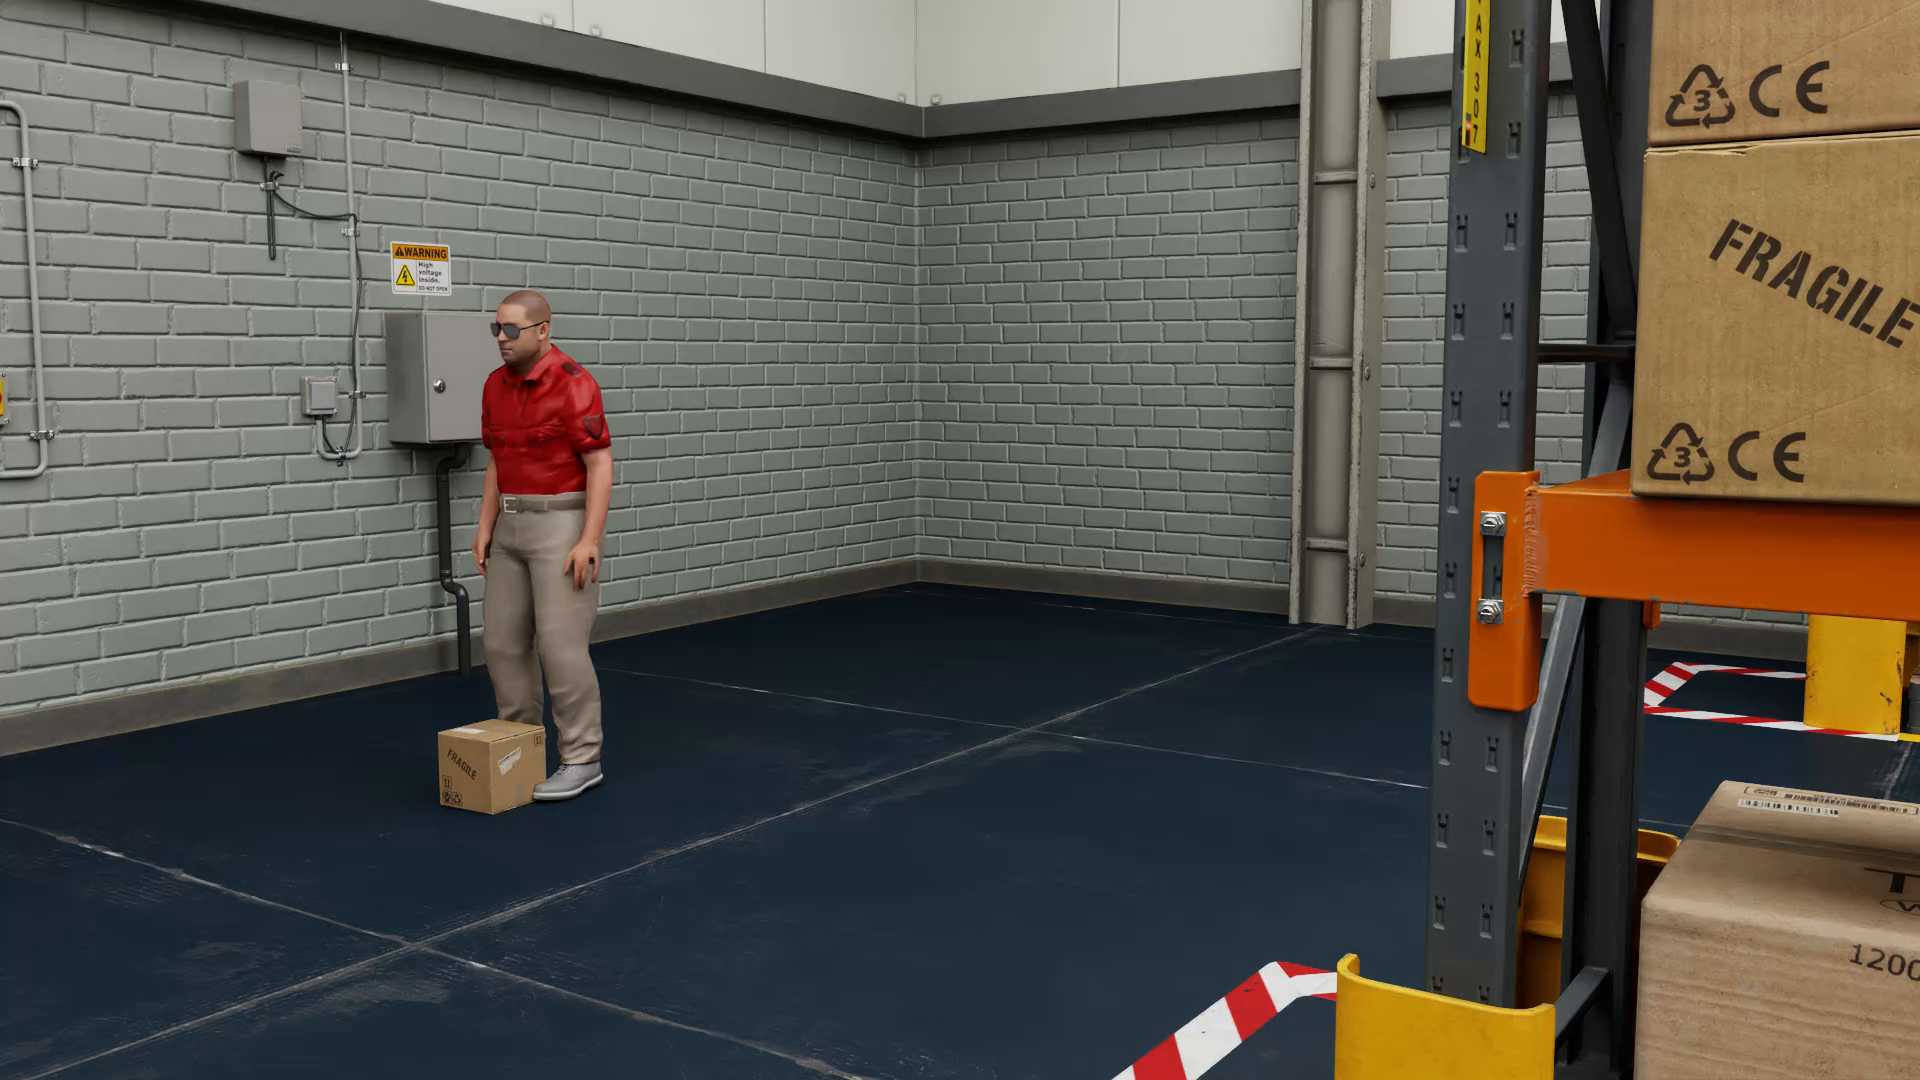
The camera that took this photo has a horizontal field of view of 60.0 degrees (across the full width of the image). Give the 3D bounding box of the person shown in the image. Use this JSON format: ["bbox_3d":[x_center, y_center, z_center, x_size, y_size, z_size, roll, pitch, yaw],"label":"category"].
[{"bbox_3d":[-1.455,0.007,5.775,0.587,1.726,0.389,4,7,33],"label":"person"}]
